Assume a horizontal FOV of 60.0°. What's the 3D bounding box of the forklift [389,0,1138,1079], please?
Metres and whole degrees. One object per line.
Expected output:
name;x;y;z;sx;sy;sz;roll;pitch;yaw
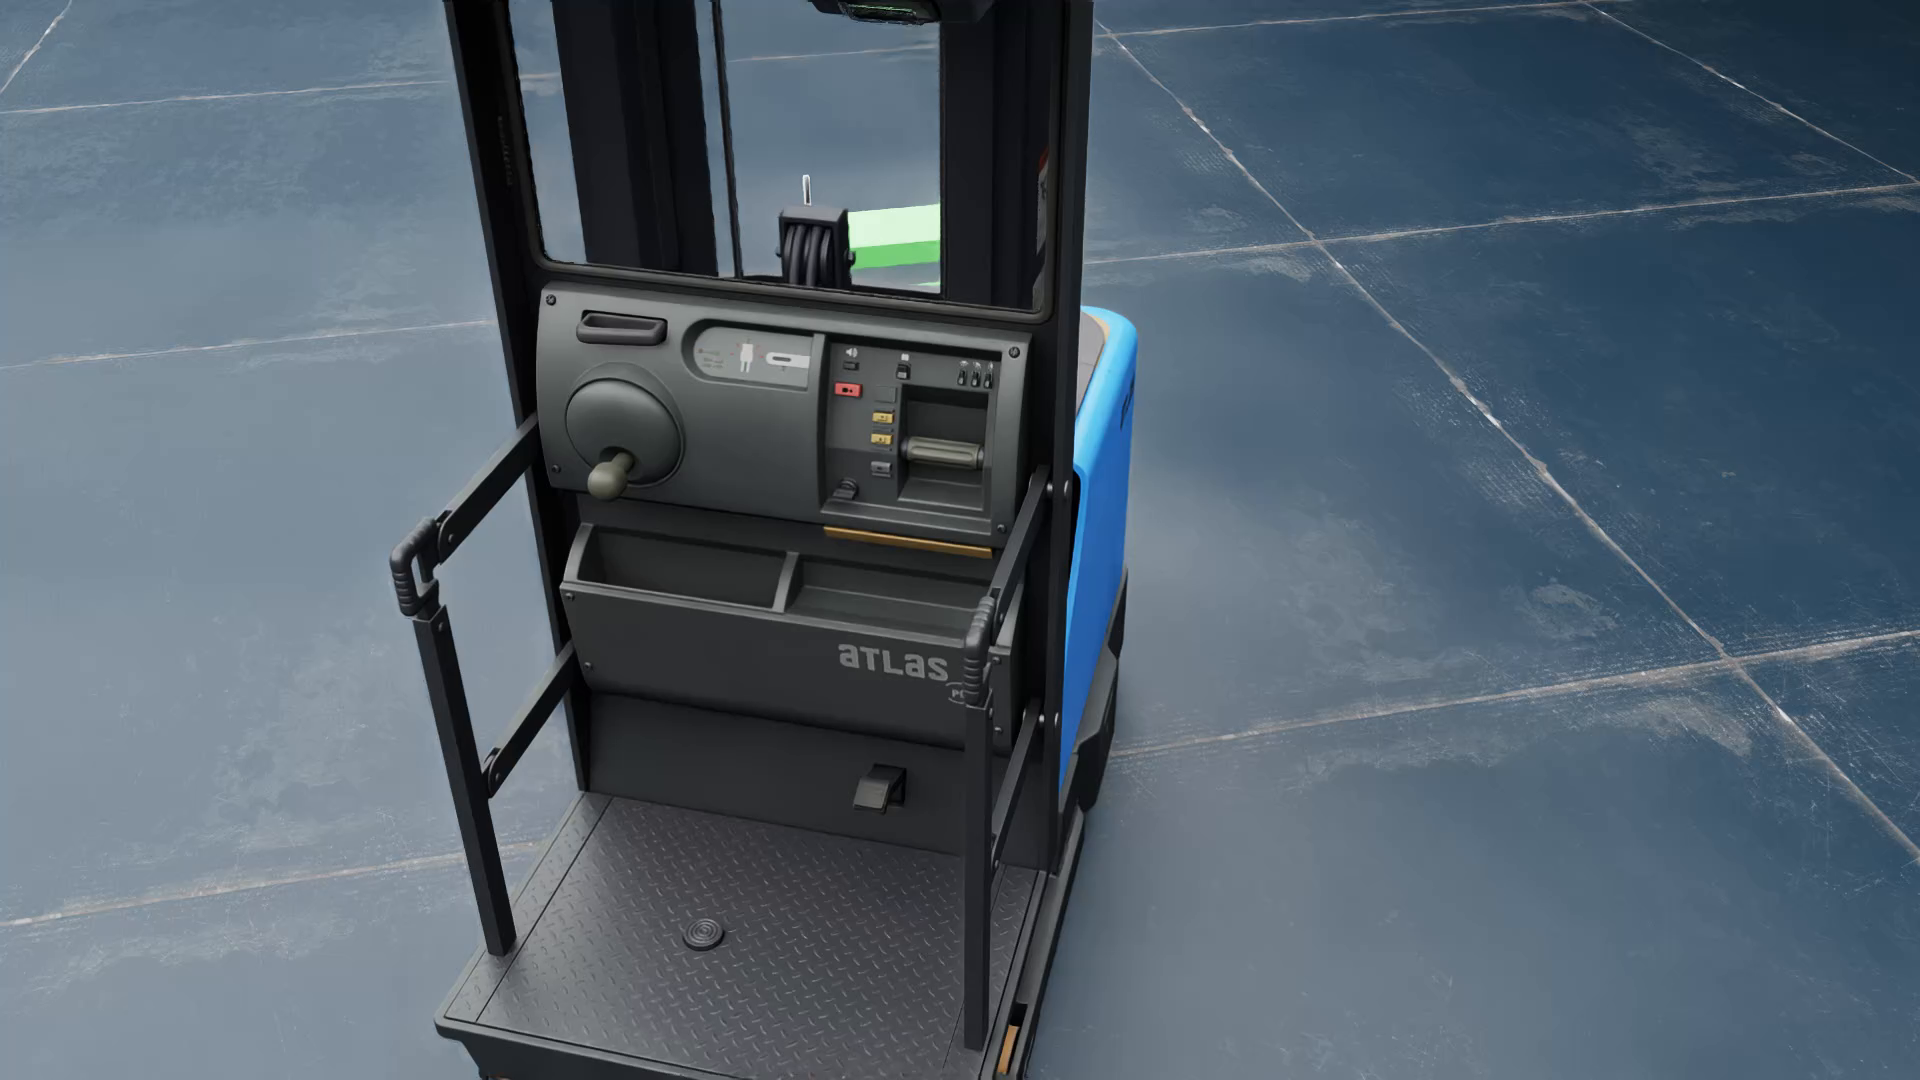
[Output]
forklift;-0.387;-0.172;2.876;1.130;2.935;3.031;8;35;11

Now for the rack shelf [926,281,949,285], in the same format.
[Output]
rack shelf;-0.161;-0.624;4.787;0.480;0.148;0.258;-7;35;-11

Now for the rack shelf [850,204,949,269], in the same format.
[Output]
rack shelf;-0.161;-0.823;4.653;0.480;0.148;0.258;-7;35;-11

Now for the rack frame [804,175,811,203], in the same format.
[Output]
rack frame;-0.399;-0.448;4.841;0.015;1.200;0.240;-7;35;-11

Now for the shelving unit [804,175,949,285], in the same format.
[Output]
shelving unit;-0.161;-0.478;4.885;0.503;1.200;0.258;-7;35;-11
